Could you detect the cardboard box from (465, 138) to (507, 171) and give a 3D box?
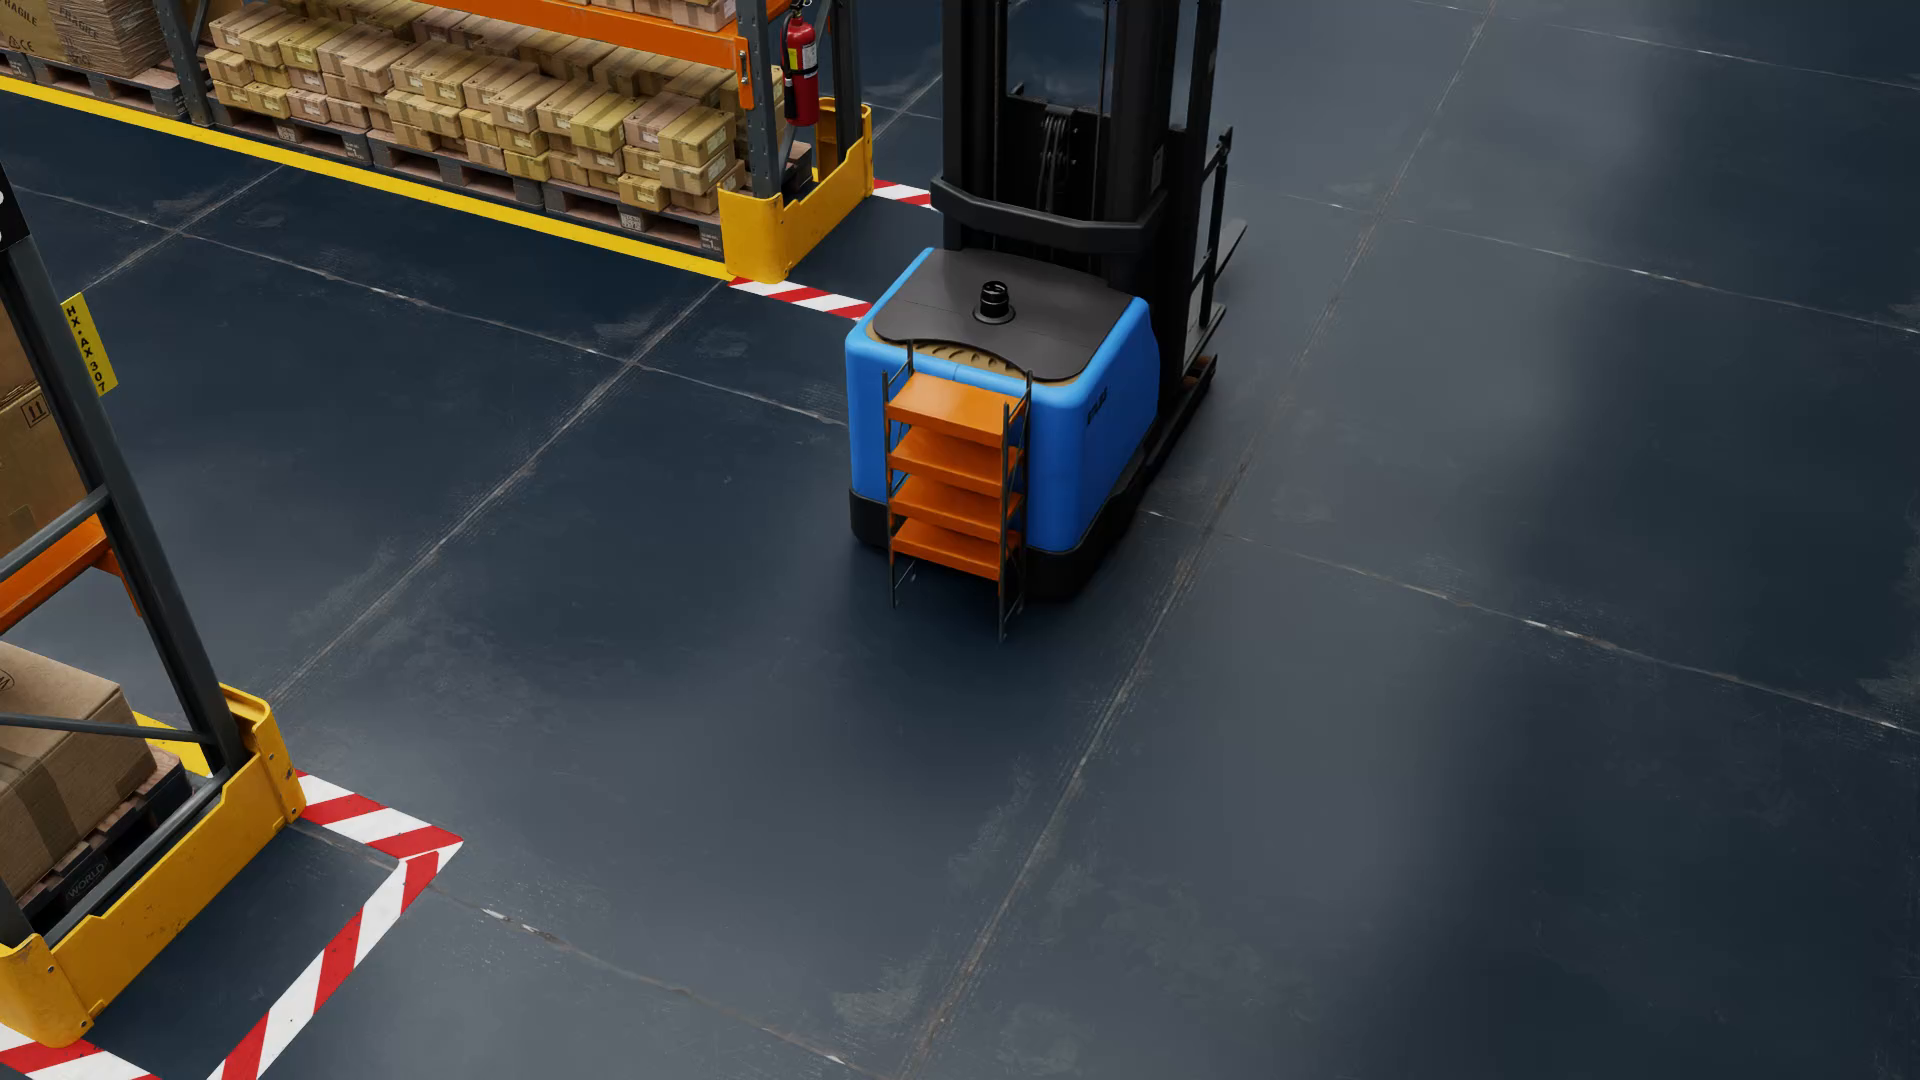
[{"bbox_3d":[-2.578,-2.268,9.432,0.250,0.149,0.380,18,44,19],"label":"cardboard box"}]

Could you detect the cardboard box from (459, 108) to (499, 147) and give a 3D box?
[{"bbox_3d":[-2.578,-2.378,9.333,0.250,0.149,0.380,19,44,21],"label":"cardboard box"}]

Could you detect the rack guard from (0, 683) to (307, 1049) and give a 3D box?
[{"bbox_3d":[-2.788,1.070,5.634,0.348,0.500,1.175,17,44,19],"label":"rack guard"}]

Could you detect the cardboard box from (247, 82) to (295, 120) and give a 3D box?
[{"bbox_3d":[-3.998,-2.671,9.897,0.250,0.149,0.380,18,44,20],"label":"cardboard box"}]

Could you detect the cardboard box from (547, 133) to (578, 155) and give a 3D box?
[{"bbox_3d":[-2.079,-2.296,9.238,0.250,0.149,0.380,16,44,18],"label":"cardboard box"}]

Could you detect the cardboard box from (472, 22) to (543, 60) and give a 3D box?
[{"bbox_3d":[-2.609,-2.866,9.668,0.250,0.149,0.380,17,44,19],"label":"cardboard box"}]

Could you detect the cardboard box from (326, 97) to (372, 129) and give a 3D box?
[{"bbox_3d":[-3.499,-2.592,9.807,0.250,0.149,0.380,16,43,18],"label":"cardboard box"}]

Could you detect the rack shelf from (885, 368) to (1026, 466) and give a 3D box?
[{"bbox_3d":[-0.010,-0.467,6.273,0.480,0.148,0.258,16,43,18],"label":"rack shelf"}]

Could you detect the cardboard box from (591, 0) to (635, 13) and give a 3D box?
[{"bbox_3d":[-1.666,-2.826,8.412,0.250,0.149,0.380,17,44,18],"label":"cardboard box"}]

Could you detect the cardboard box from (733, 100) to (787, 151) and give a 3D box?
[{"bbox_3d":[-1.174,-2.338,9.287,0.250,0.149,0.380,19,44,20],"label":"cardboard box"}]

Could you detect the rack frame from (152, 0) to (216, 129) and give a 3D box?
[{"bbox_3d":[-4.433,-3.955,9.523,0.127,3.000,1.000,17,44,19],"label":"rack frame"}]

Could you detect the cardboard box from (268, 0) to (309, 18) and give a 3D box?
[{"bbox_3d":[-4.000,-3.317,10.188,0.250,0.149,0.380,18,44,20],"label":"cardboard box"}]

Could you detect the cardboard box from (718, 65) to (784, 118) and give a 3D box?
[{"bbox_3d":[-1.139,-2.500,9.246,0.250,0.149,0.380,15,43,17],"label":"cardboard box"}]

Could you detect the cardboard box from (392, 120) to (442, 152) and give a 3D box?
[{"bbox_3d":[-3.046,-2.409,9.596,0.250,0.149,0.380,16,43,17],"label":"cardboard box"}]

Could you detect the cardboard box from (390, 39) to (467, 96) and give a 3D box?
[{"bbox_3d":[-3.010,-2.686,9.461,0.250,0.149,0.380,15,43,17],"label":"cardboard box"}]

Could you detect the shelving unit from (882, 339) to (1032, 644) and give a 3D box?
[{"bbox_3d":[-0.010,-0.170,6.530,0.503,1.200,0.258,16,43,18],"label":"shelving unit"}]

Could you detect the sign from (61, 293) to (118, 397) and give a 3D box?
[{"bbox_3d":[-2.569,-0.566,4.891,0.005,0.325,0.100,17,44,19],"label":"sign"}]

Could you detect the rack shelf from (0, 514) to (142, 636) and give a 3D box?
[{"bbox_3d":[-4.622,-0.163,5.697,4.000,0.370,1.077,17,44,19],"label":"rack shelf"}]

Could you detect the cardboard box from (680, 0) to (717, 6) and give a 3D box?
[{"bbox_3d":[-1.324,-2.969,8.082,0.500,0.500,0.500,18,44,19],"label":"cardboard box"}]

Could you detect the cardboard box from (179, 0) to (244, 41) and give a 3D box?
[{"bbox_3d":[-4.990,-3.531,10.621,0.500,0.500,0.500,19,44,20],"label":"cardboard box"}]

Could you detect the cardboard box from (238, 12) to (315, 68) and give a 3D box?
[{"bbox_3d":[-3.984,-2.931,9.743,0.250,0.149,0.380,19,44,21],"label":"cardboard box"}]

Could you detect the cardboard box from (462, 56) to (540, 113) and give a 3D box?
[{"bbox_3d":[-2.554,-2.539,9.291,0.250,0.149,0.380,16,43,17],"label":"cardboard box"}]

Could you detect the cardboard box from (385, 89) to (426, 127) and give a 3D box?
[{"bbox_3d":[-3.052,-2.521,9.498,0.250,0.149,0.380,17,44,18],"label":"cardboard box"}]

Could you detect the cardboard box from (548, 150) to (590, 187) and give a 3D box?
[{"bbox_3d":[-2.081,-2.147,9.292,0.250,0.149,0.380,17,44,19],"label":"cardboard box"}]

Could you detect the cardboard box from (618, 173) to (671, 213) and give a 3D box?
[{"bbox_3d":[-1.649,-1.962,9.079,0.250,0.149,0.380,18,44,20],"label":"cardboard box"}]

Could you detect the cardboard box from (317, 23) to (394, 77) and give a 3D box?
[{"bbox_3d":[-3.488,-2.832,9.629,0.250,0.149,0.380,16,43,18],"label":"cardboard box"}]

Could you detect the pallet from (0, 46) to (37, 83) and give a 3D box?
[{"bbox_3d":[-6.249,-3.453,11.072,1.213,0.211,1.003,17,44,19],"label":"pallet"}]

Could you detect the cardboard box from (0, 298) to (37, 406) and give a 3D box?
[{"bbox_3d":[-3.124,-0.599,4.811,0.500,0.500,0.500,16,43,18],"label":"cardboard box"}]

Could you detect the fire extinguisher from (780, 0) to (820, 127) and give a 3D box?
[{"bbox_3d":[-0.775,-2.333,7.996,0.183,0.674,0.296,17,44,19],"label":"fire extinguisher"}]

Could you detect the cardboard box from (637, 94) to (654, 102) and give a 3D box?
[{"bbox_3d":[-1.658,-2.463,9.430,0.250,0.149,0.380,18,44,19],"label":"cardboard box"}]

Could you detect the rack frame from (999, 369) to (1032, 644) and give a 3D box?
[{"bbox_3d":[0.213,-0.105,6.455,0.015,1.200,0.240,16,43,18],"label":"rack frame"}]

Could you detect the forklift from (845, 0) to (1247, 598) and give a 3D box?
[{"bbox_3d":[0.599,-1.836,7.131,1.130,2.935,3.031,17,44,18],"label":"forklift"}]

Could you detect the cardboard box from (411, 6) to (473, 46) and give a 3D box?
[{"bbox_3d":[-3.037,-3.067,9.900,0.250,0.149,0.380,15,43,17],"label":"cardboard box"}]

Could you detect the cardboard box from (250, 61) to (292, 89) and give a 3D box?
[{"bbox_3d":[-3.973,-2.841,9.867,0.250,0.149,0.380,17,44,19],"label":"cardboard box"}]

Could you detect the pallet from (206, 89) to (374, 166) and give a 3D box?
[{"bbox_3d":[-3.809,-2.736,10.246,1.213,0.211,1.003,17,44,19],"label":"pallet"}]

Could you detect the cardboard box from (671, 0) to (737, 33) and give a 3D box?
[{"bbox_3d":[-1.223,-2.675,8.237,0.250,0.149,0.380,17,44,19],"label":"cardboard box"}]

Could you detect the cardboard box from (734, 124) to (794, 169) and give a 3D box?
[{"bbox_3d":[-1.148,-2.264,9.427,0.250,0.149,0.380,18,44,19],"label":"cardboard box"}]

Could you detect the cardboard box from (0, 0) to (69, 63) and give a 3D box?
[{"bbox_3d":[-5.675,-3.367,10.432,0.500,0.500,0.500,16,43,18],"label":"cardboard box"}]

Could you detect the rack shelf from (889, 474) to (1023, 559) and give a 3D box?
[{"bbox_3d":[-0.010,-0.119,6.574,0.480,0.148,0.258,16,43,18],"label":"rack shelf"}]

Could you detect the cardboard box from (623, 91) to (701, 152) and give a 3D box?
[{"bbox_3d":[-1.598,-2.253,8.961,0.250,0.149,0.380,18,44,19],"label":"cardboard box"}]

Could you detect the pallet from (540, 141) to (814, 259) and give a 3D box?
[{"bbox_3d":[-1.598,-2.060,9.466,1.213,0.211,1.003,17,44,19],"label":"pallet"}]

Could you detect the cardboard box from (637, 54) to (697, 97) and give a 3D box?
[{"bbox_3d":[-1.614,-2.651,9.420,0.250,0.149,0.380,17,44,19],"label":"cardboard box"}]

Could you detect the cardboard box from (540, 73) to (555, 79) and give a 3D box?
[{"bbox_3d":[-2.388,-2.666,9.665,0.250,0.149,0.380,19,44,21],"label":"cardboard box"}]

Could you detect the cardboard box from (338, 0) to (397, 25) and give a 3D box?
[{"bbox_3d":[-3.524,-3.205,10.059,0.250,0.149,0.380,17,44,18],"label":"cardboard box"}]

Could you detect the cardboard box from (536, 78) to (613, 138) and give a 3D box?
[{"bbox_3d":[-2.095,-2.359,9.083,0.250,0.149,0.380,15,43,17],"label":"cardboard box"}]

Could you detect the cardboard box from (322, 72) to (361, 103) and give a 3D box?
[{"bbox_3d":[-3.493,-2.719,9.726,0.250,0.149,0.380,15,43,16],"label":"cardboard box"}]

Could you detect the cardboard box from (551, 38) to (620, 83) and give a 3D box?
[{"bbox_3d":[-2.121,-2.753,9.538,0.250,0.149,0.380,19,44,20],"label":"cardboard box"}]

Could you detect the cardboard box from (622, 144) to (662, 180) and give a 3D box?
[{"bbox_3d":[-1.621,-2.122,9.037,0.250,0.149,0.380,16,43,18],"label":"cardboard box"}]
